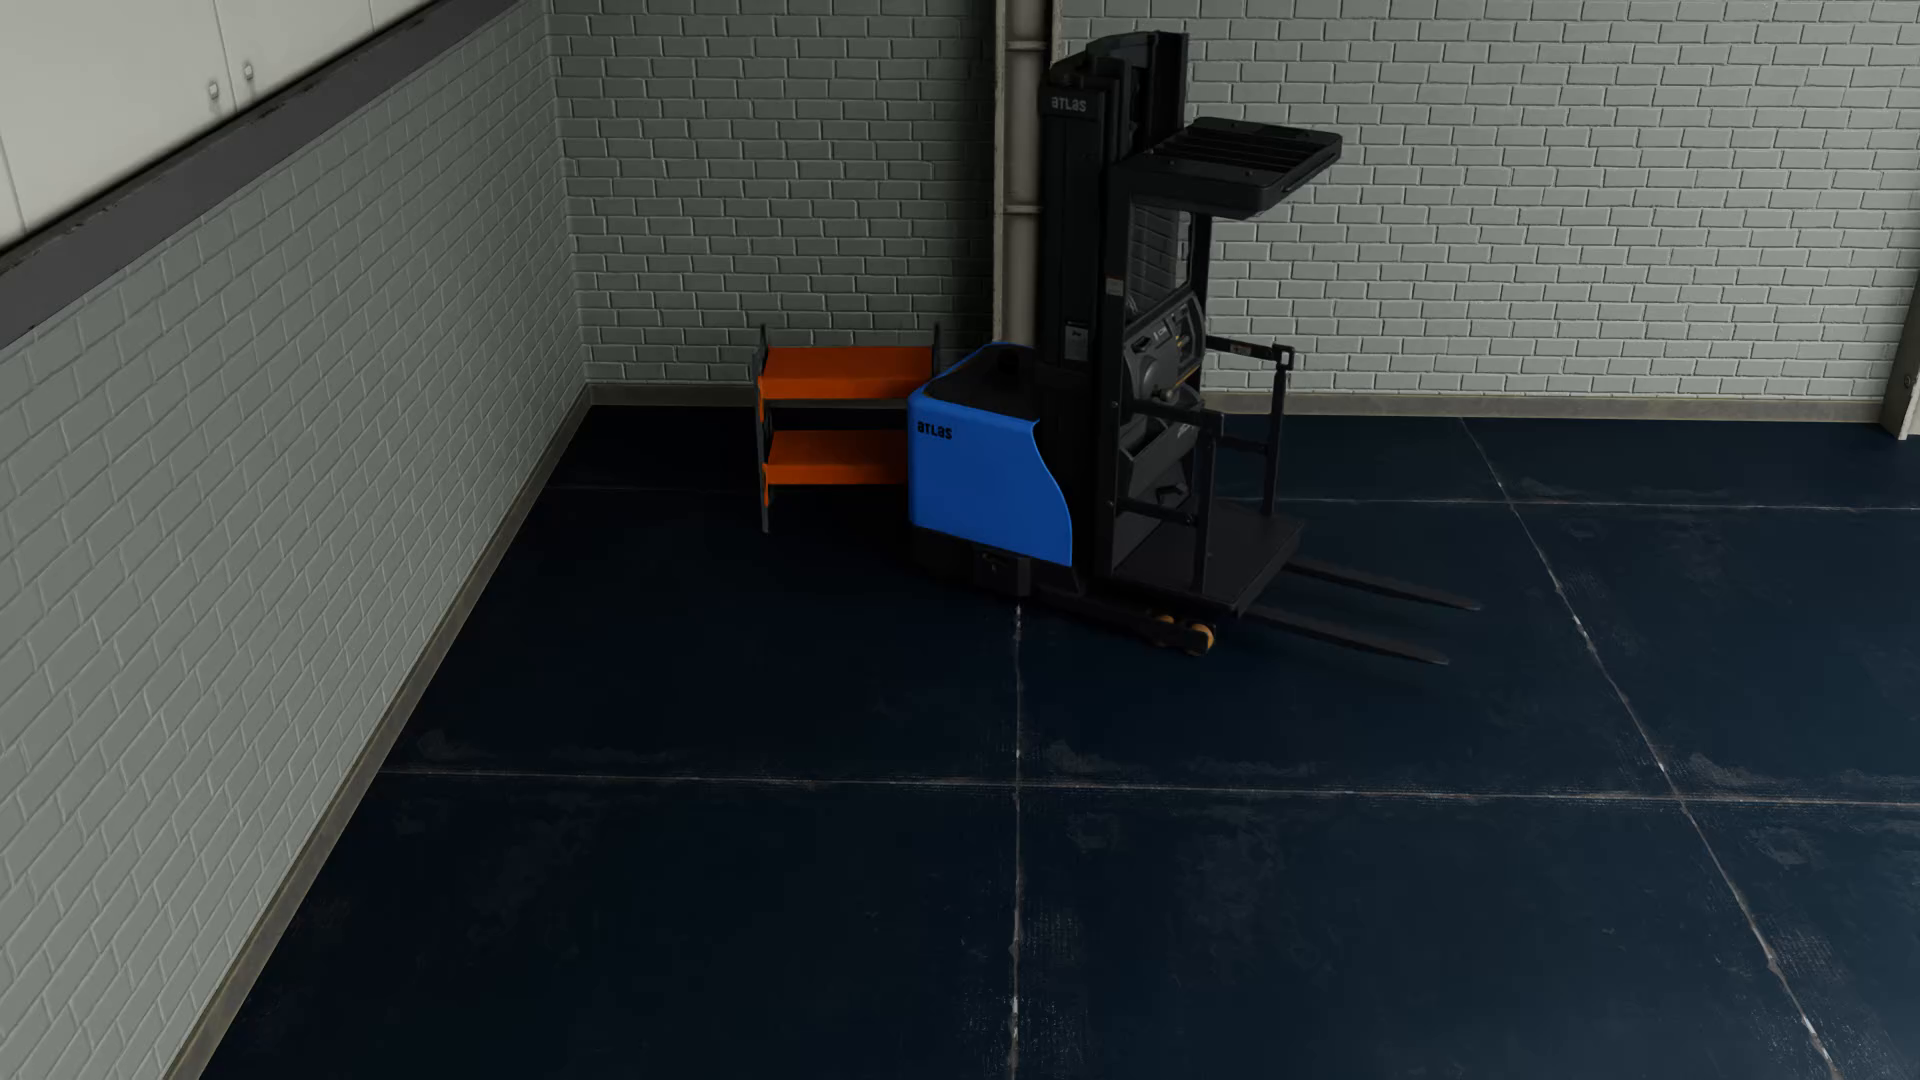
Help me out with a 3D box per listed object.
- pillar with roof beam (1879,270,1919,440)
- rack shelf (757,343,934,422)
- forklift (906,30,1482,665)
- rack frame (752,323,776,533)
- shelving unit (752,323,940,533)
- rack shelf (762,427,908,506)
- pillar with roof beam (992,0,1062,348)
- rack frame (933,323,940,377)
[{"bbox_3d":[6.258,-2.695,5.225,0.400,9.000,9.100,1,28,2],"label":"pillar with roof beam"},{"bbox_3d":[-0.644,-0.917,9.654,1.000,0.278,0.538,0,28,0],"label":"rack shelf"},{"bbox_3d":[1.232,-0.978,8.466,3.031,2.935,1.130,15,31,26],"label":"forklift"},{"bbox_3d":[-1.153,-0.657,9.789,0.032,1.125,0.500,0,28,0],"label":"rack frame"},{"bbox_3d":[-0.644,-0.659,9.791,1.048,1.125,0.538,0,28,0],"label":"shelving unit"},{"bbox_3d":[-0.644,-0.443,9.906,1.000,0.278,0.538,0,28,0],"label":"rack shelf"},{"bbox_3d":[0.261,-2.794,5.413,0.400,9.000,9.100,1,28,2],"label":"pillar with roof beam"},{"bbox_3d":[-0.136,-0.660,9.794,0.032,1.125,0.500,0,28,0],"label":"rack frame"}]
